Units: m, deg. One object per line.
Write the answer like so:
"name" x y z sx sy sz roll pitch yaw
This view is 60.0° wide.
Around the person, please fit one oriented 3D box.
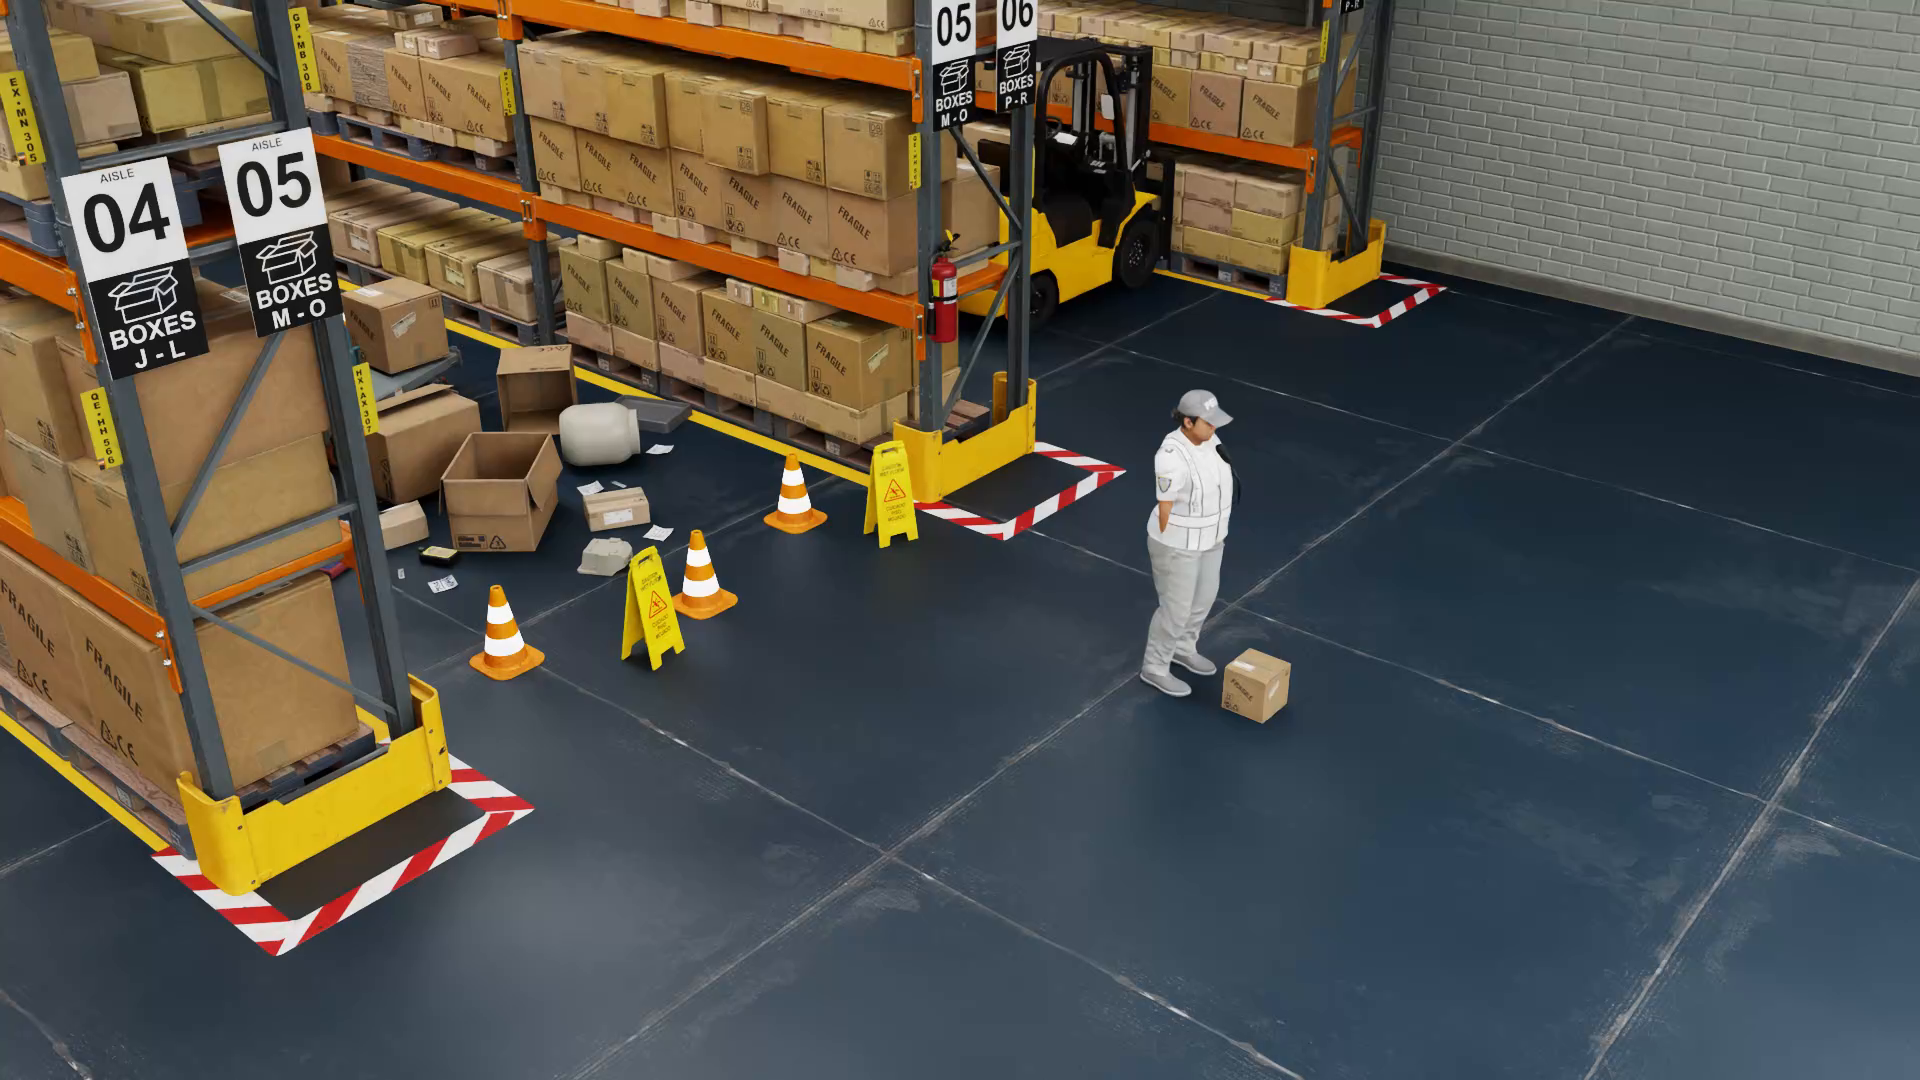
"person" 1.198 -0.005 8.635 0.391 1.659 0.468 22 35 35
